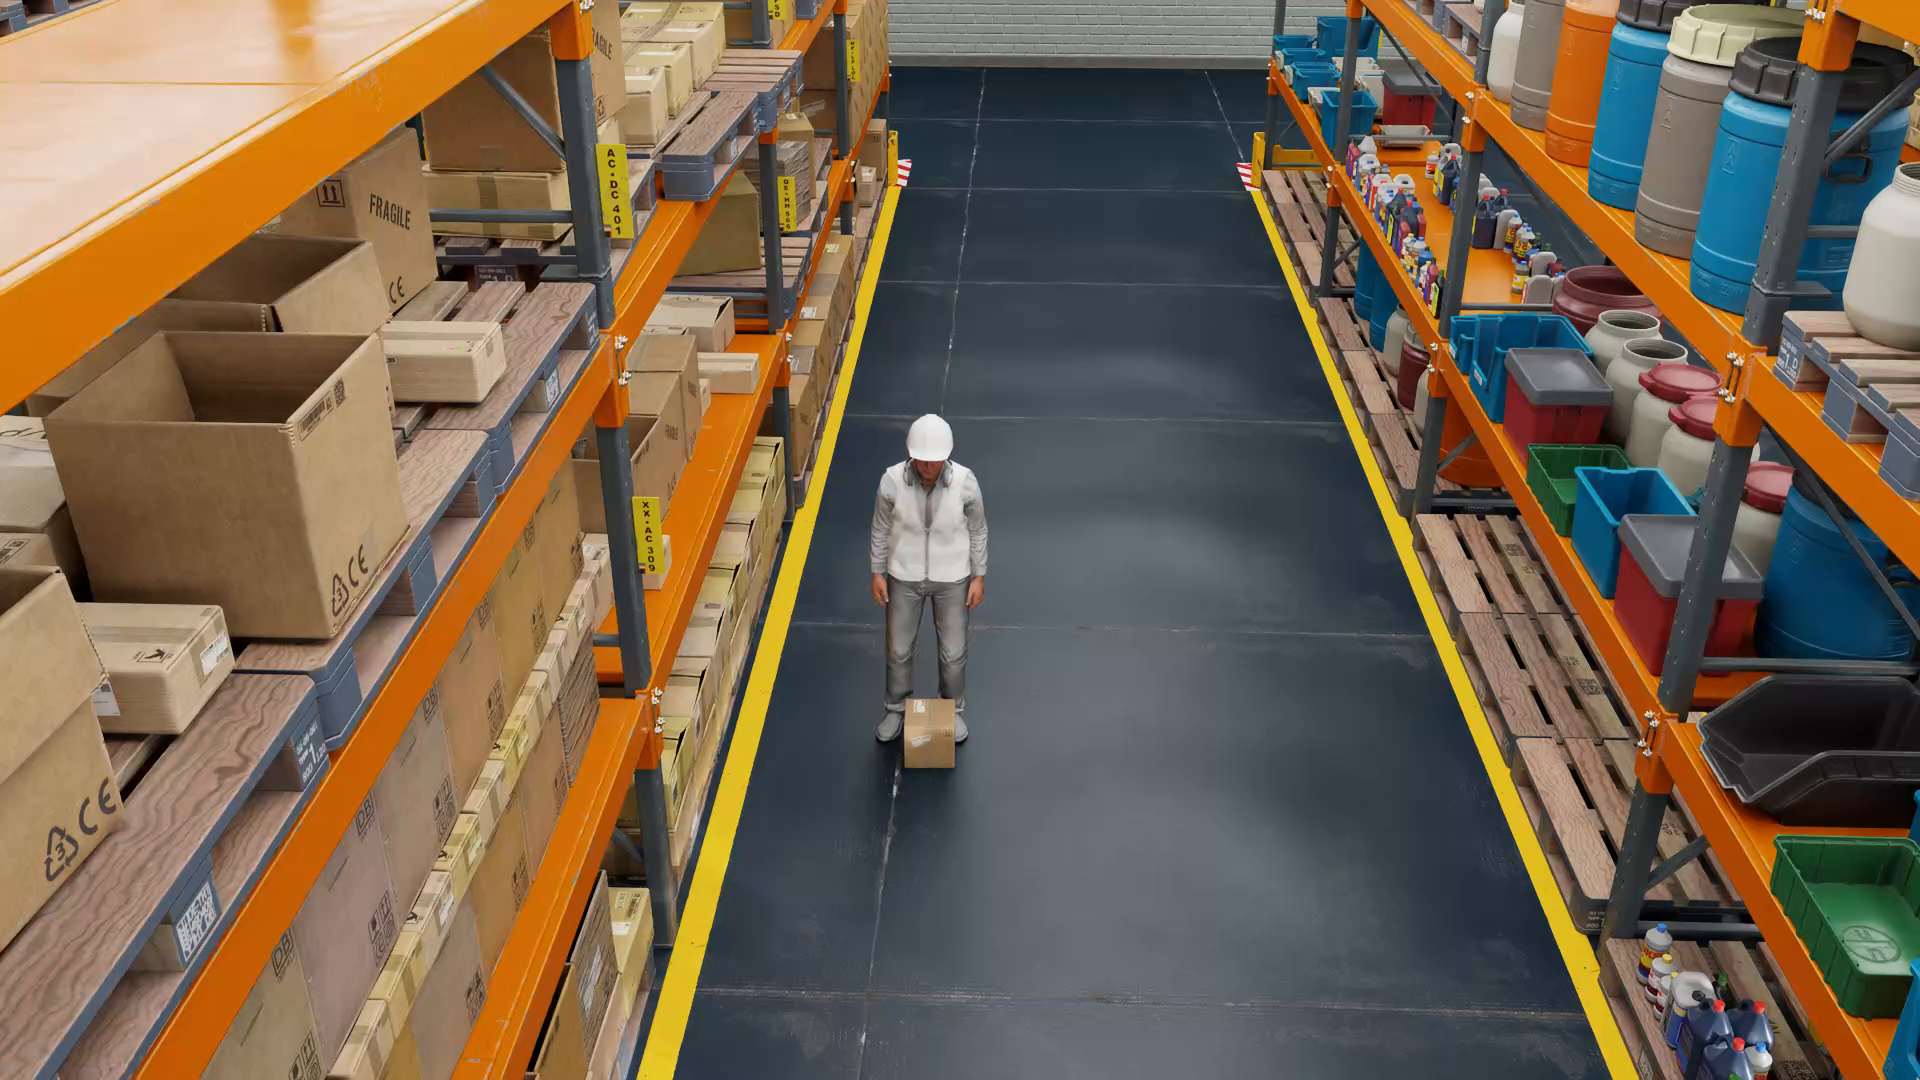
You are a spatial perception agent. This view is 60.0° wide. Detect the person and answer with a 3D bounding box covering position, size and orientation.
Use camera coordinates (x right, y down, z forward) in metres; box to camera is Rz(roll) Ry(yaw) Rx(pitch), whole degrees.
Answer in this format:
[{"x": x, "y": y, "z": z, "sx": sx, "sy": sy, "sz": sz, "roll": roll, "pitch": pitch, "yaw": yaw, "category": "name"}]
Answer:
[{"x": -0.156, "y": 0.180, "z": 8.251, "sx": 0.581, "sy": 1.772, "sz": 0.460, "roll": 1, "pitch": 28, "yaw": 2, "category": "person"}]
